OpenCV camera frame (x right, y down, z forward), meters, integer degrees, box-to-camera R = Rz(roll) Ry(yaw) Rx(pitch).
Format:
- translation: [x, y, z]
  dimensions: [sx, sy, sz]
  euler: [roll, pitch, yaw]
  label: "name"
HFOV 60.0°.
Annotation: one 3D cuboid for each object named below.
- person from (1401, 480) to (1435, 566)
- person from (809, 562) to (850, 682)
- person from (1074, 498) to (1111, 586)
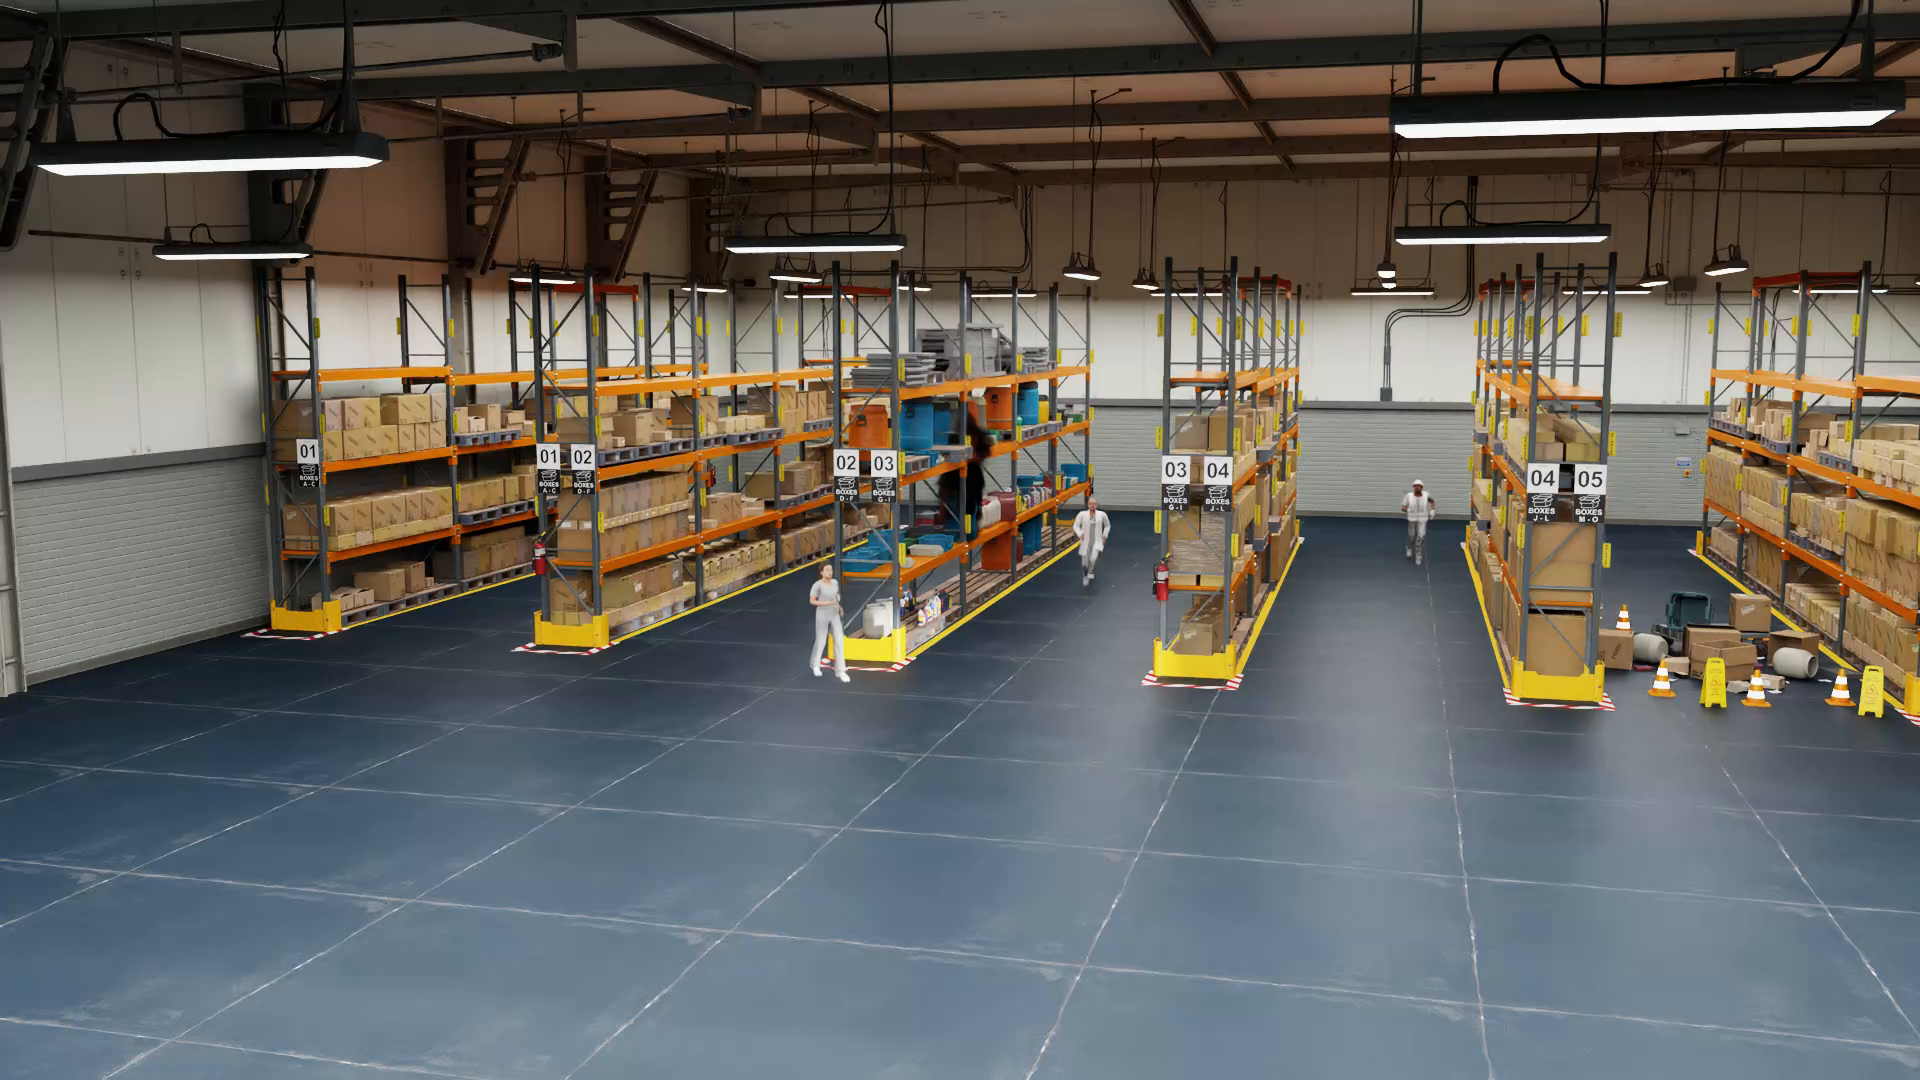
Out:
- translation: [9.800, -0.401, 35.612]
  dimensions: [0.695, 1.792, 0.997]
  euler: [2, 8, 15]
  label: "person"
- translation: [-1.889, 1.144, 23.717]
  dimensions: [0.576, 1.681, 0.849]
  euler: [-5, 9, -34]
  label: "person"
- translation: [2.503, 0.055, 31.543]
  dimensions: [0.707, 1.712, 0.753]
  euler: [1, 7, 5]
  label: "person"
